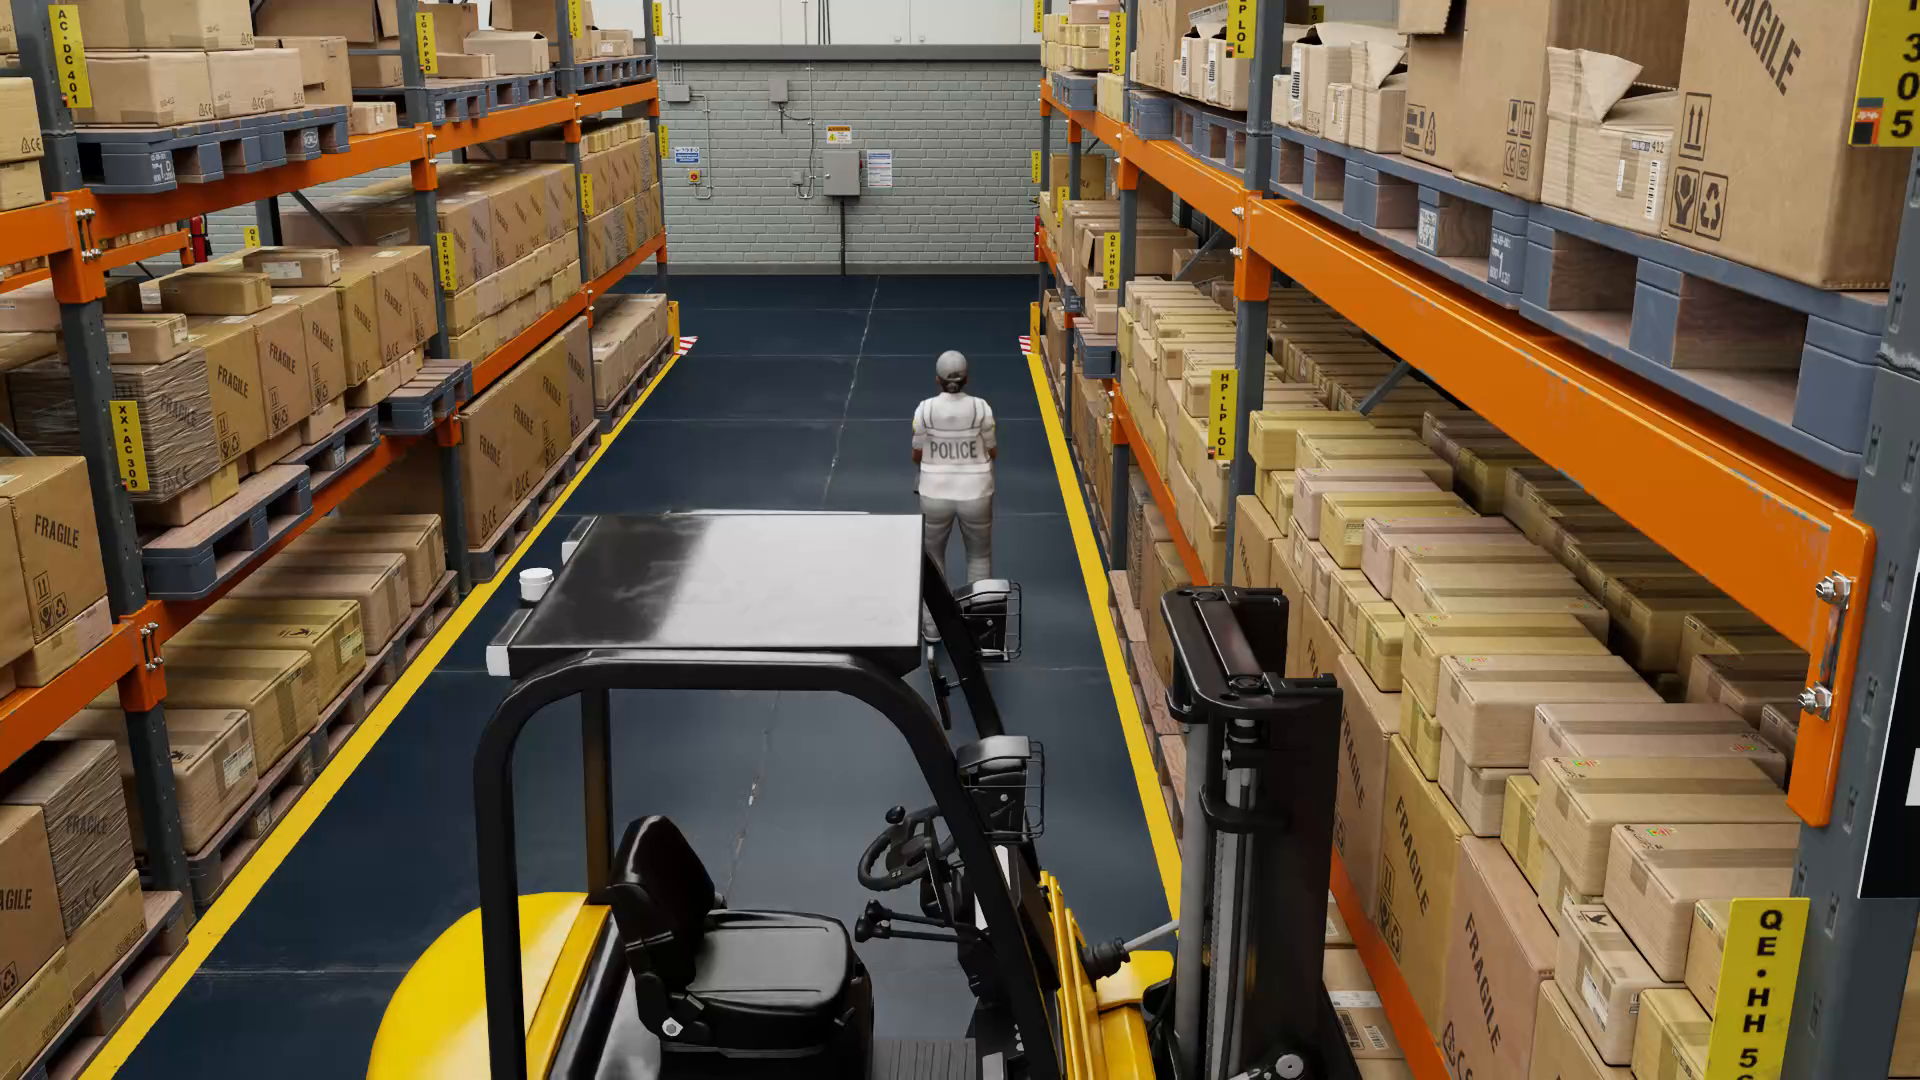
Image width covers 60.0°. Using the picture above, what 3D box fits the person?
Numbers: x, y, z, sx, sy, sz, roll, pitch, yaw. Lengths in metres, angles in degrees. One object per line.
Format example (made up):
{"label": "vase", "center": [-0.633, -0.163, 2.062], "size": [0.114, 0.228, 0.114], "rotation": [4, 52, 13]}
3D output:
{"label": "person", "center": [-0.032, -0.255, 9.360], "size": [0.471, 1.664, 0.536], "rotation": [0, 17, -1]}
